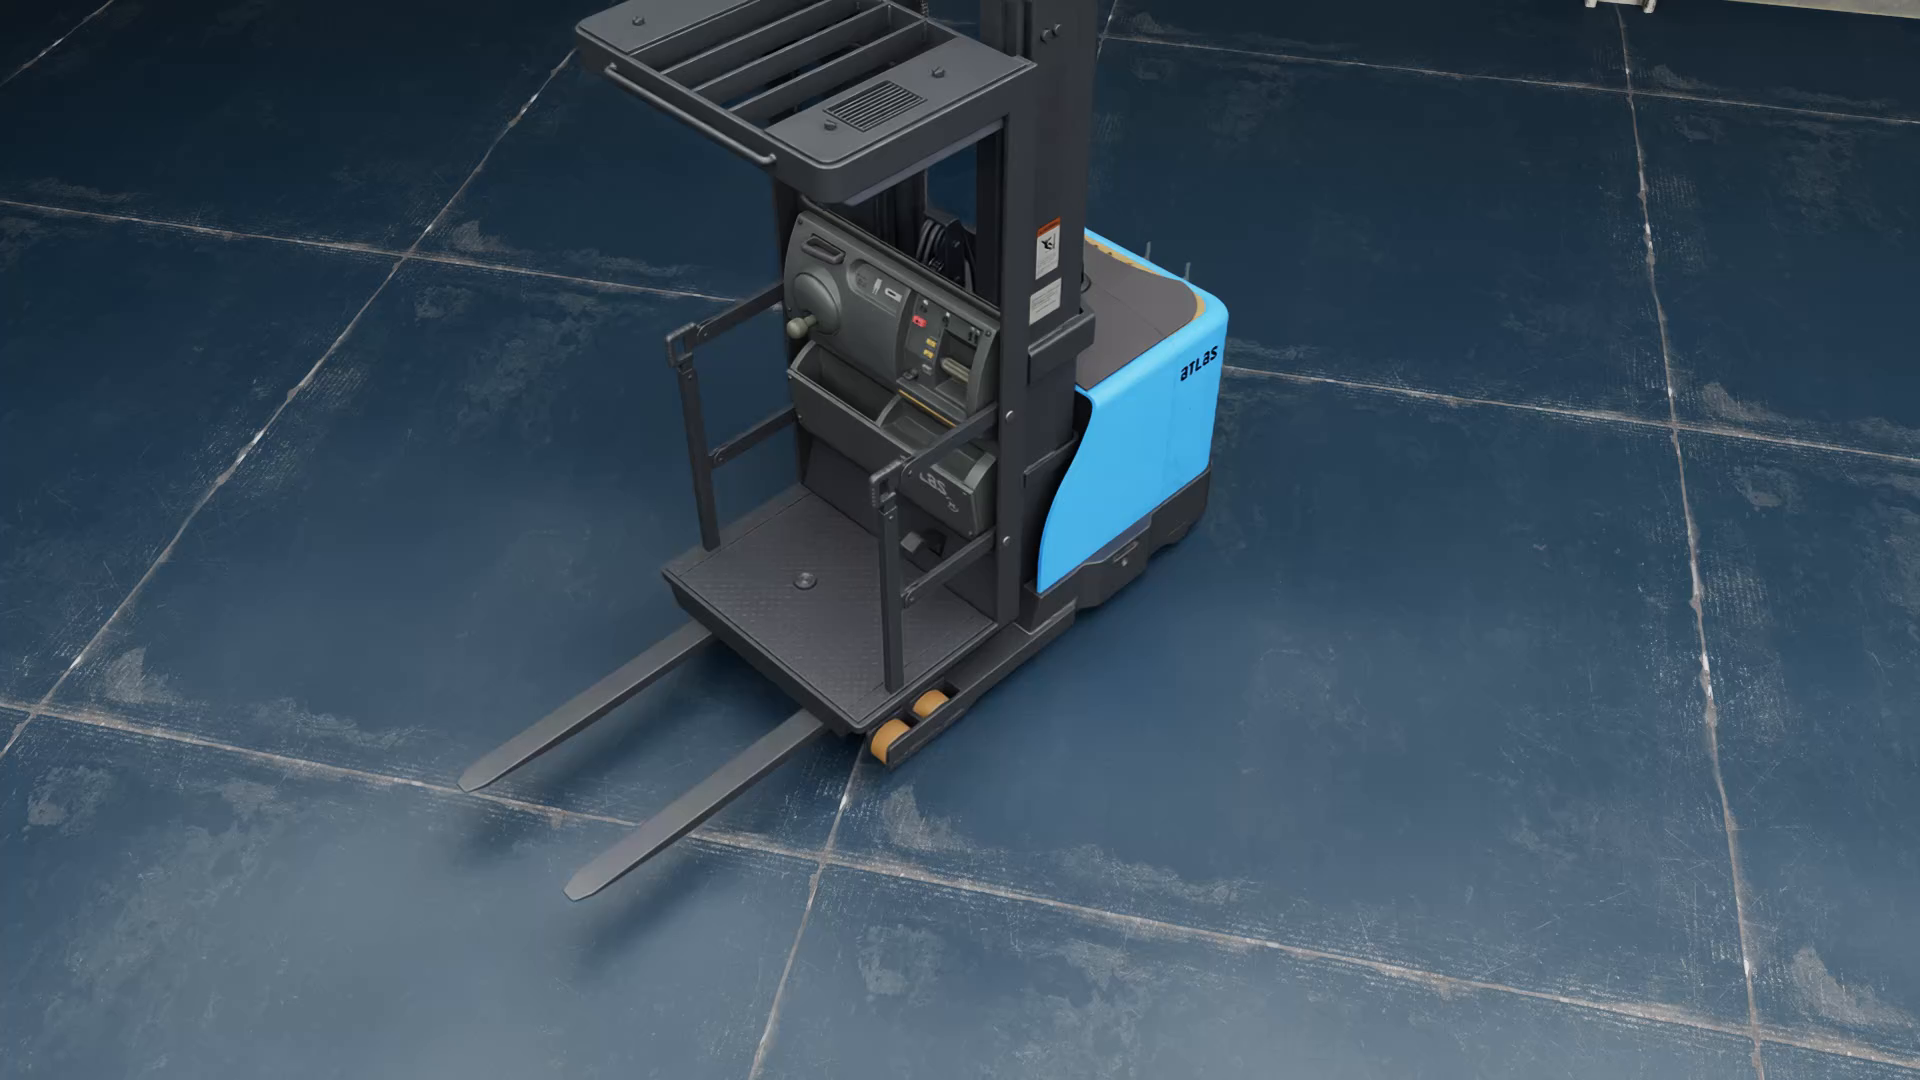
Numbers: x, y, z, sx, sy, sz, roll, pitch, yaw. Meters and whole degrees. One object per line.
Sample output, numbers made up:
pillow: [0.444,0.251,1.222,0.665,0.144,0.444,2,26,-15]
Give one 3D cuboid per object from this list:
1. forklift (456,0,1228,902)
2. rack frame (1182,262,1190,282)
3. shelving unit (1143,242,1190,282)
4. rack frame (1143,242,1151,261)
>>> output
forklift: [-0.390,-0.662,5.324,1.130,2.935,3.031,35,54,31]
rack frame: [0.826,-0.718,6.847,0.006,0.900,0.240,35,54,31]
shelving unit: [0.754,-0.767,6.898,0.210,0.900,0.258,35,54,31]
rack frame: [0.682,-0.817,6.950,0.006,0.900,0.240,35,54,31]
